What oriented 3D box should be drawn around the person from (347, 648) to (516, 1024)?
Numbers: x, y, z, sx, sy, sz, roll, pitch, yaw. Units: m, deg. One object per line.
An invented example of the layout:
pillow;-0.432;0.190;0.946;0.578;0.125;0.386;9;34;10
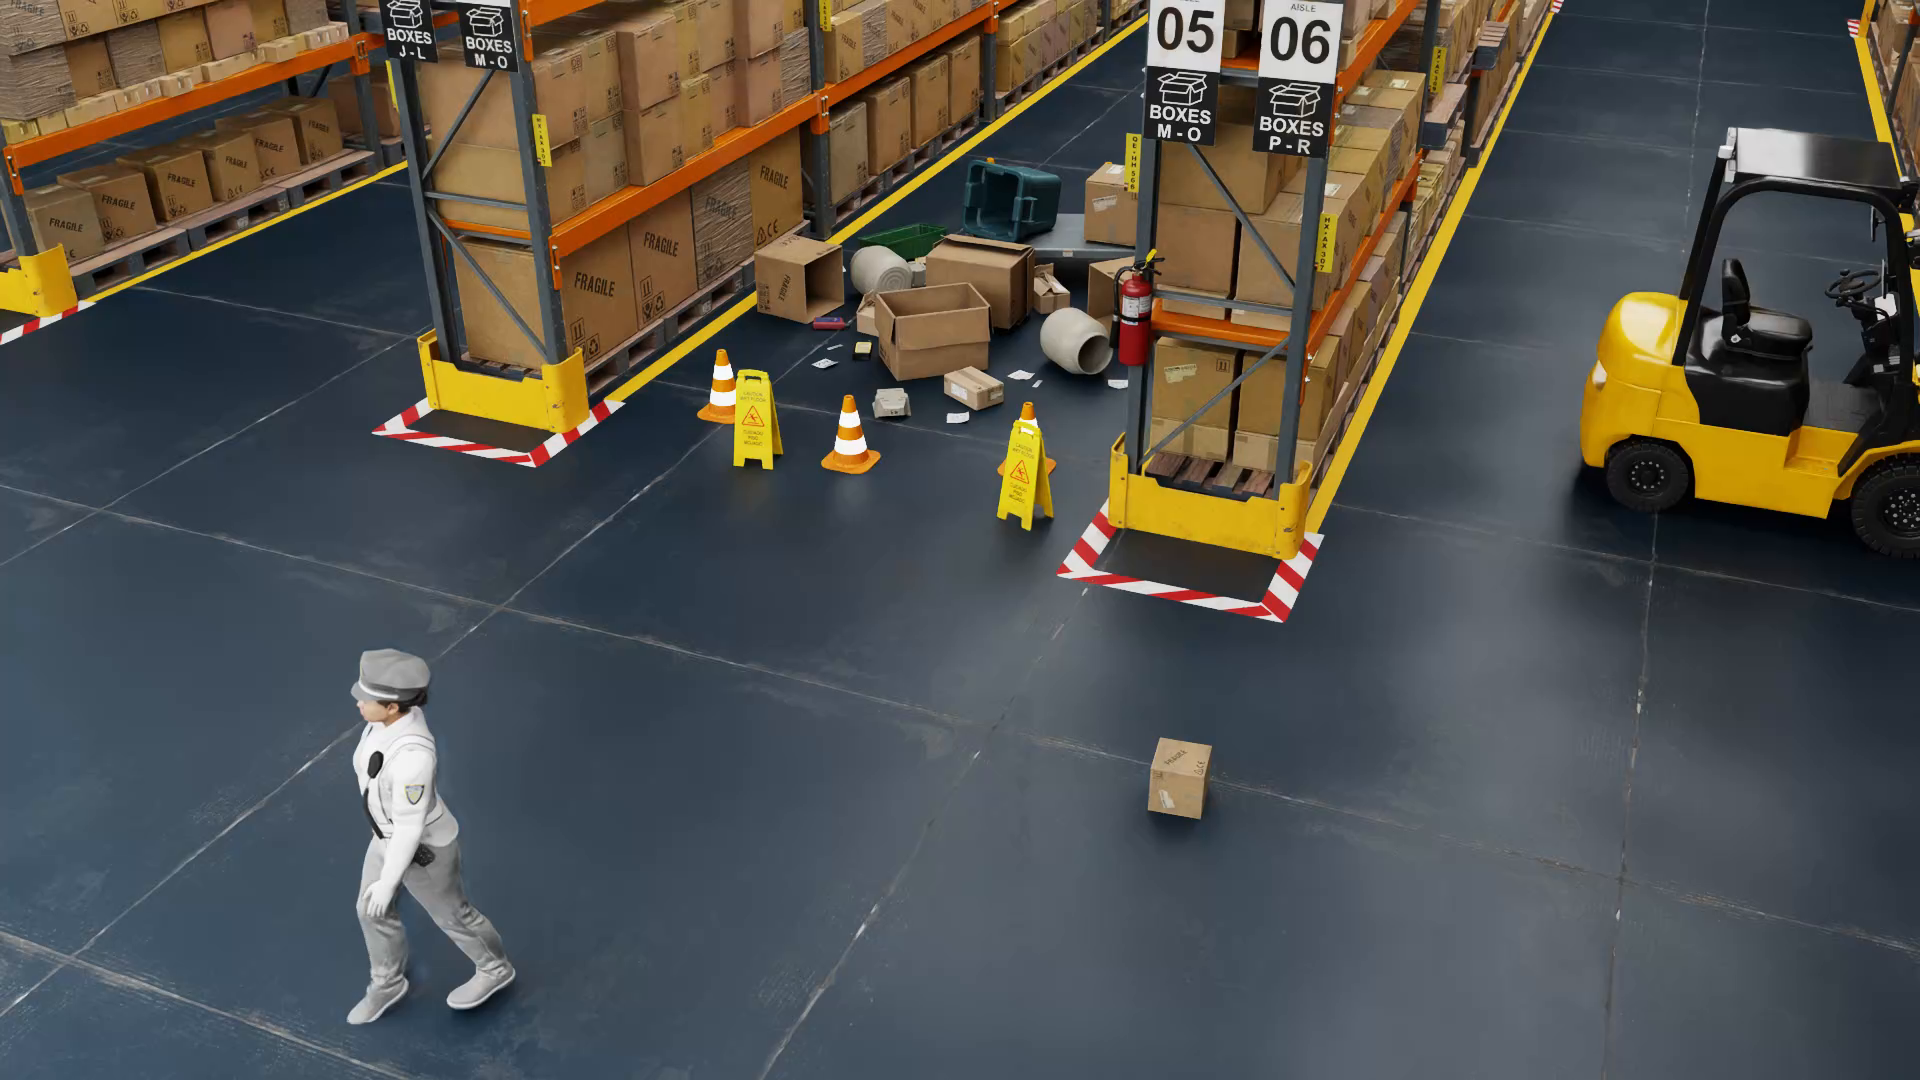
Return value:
person;-2.119;1.190;6.313;0.649;1.744;0.502;-16;34;-26
